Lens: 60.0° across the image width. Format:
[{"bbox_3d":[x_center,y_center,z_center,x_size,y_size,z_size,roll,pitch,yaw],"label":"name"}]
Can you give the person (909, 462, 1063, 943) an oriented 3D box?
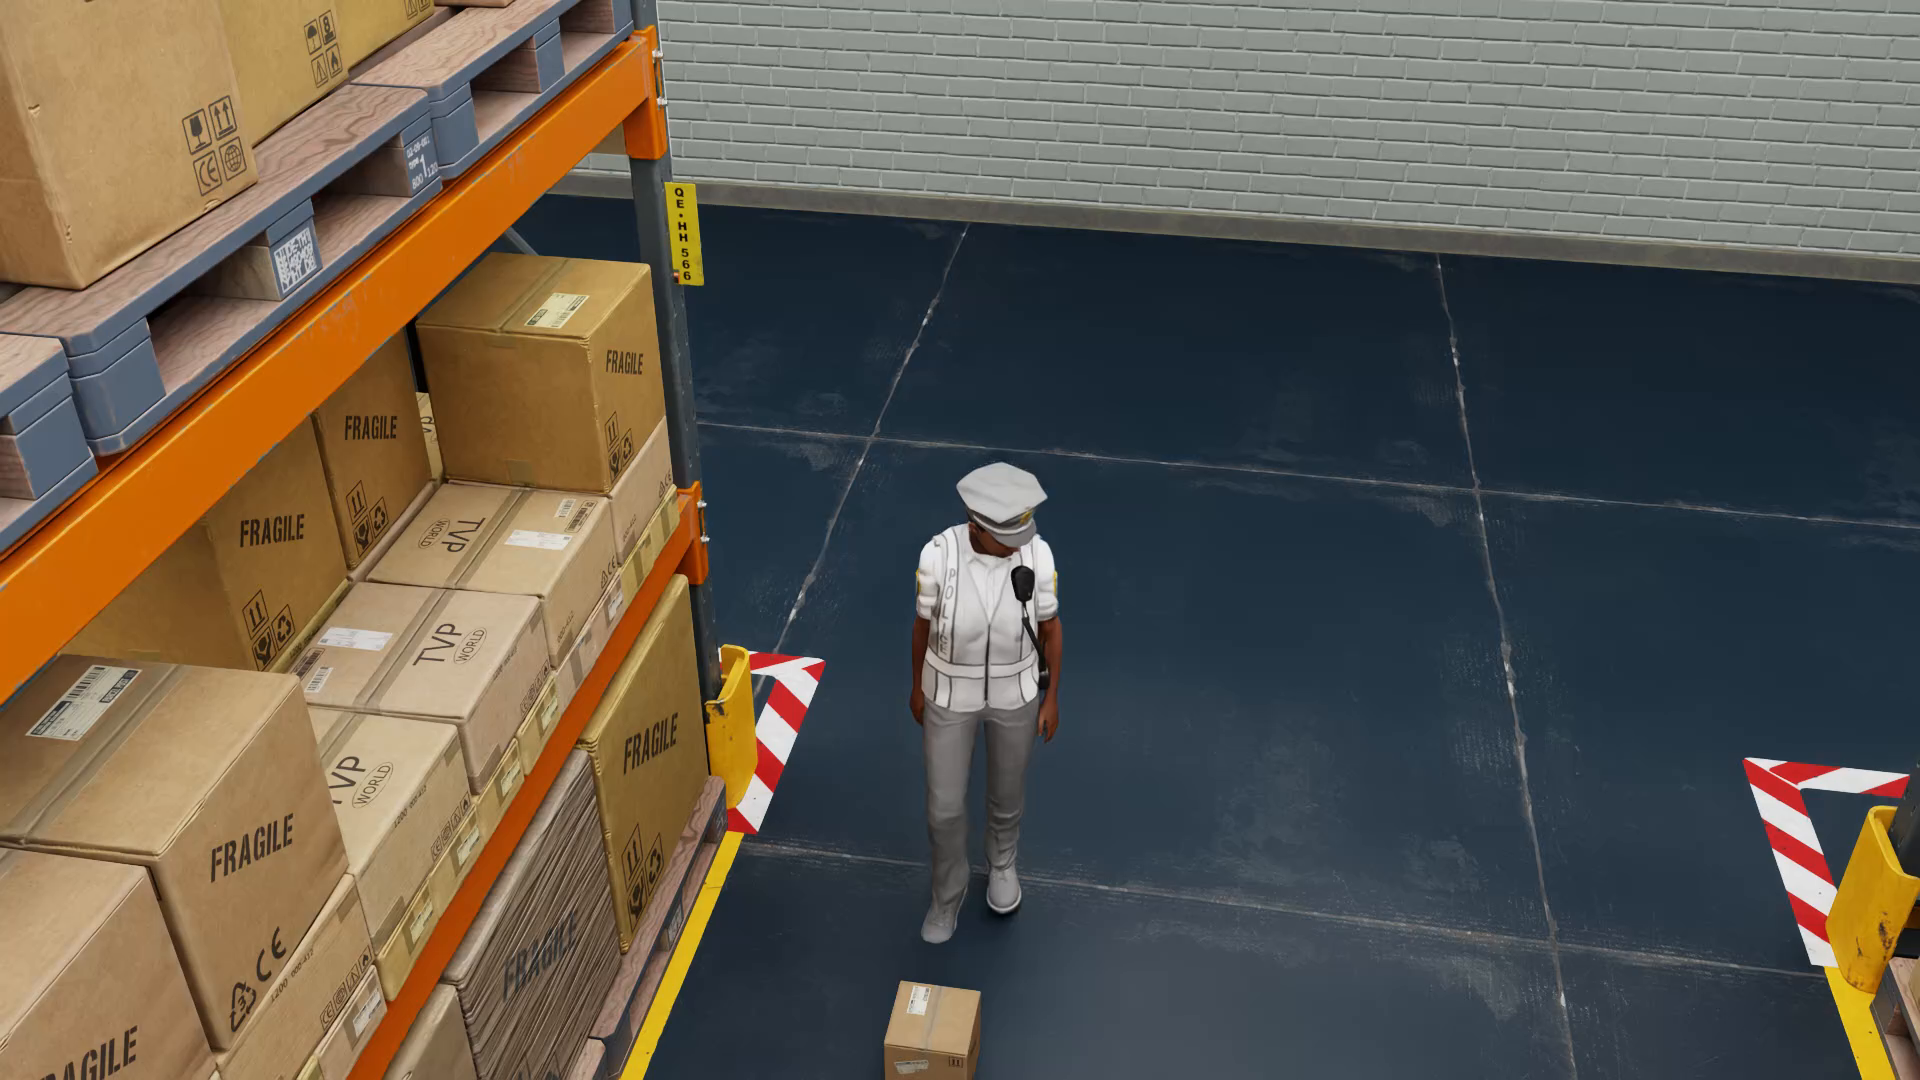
[{"bbox_3d":[0.087,0.567,5.294,0.483,1.737,0.417,-2,33,-4],"label":"person"}]
